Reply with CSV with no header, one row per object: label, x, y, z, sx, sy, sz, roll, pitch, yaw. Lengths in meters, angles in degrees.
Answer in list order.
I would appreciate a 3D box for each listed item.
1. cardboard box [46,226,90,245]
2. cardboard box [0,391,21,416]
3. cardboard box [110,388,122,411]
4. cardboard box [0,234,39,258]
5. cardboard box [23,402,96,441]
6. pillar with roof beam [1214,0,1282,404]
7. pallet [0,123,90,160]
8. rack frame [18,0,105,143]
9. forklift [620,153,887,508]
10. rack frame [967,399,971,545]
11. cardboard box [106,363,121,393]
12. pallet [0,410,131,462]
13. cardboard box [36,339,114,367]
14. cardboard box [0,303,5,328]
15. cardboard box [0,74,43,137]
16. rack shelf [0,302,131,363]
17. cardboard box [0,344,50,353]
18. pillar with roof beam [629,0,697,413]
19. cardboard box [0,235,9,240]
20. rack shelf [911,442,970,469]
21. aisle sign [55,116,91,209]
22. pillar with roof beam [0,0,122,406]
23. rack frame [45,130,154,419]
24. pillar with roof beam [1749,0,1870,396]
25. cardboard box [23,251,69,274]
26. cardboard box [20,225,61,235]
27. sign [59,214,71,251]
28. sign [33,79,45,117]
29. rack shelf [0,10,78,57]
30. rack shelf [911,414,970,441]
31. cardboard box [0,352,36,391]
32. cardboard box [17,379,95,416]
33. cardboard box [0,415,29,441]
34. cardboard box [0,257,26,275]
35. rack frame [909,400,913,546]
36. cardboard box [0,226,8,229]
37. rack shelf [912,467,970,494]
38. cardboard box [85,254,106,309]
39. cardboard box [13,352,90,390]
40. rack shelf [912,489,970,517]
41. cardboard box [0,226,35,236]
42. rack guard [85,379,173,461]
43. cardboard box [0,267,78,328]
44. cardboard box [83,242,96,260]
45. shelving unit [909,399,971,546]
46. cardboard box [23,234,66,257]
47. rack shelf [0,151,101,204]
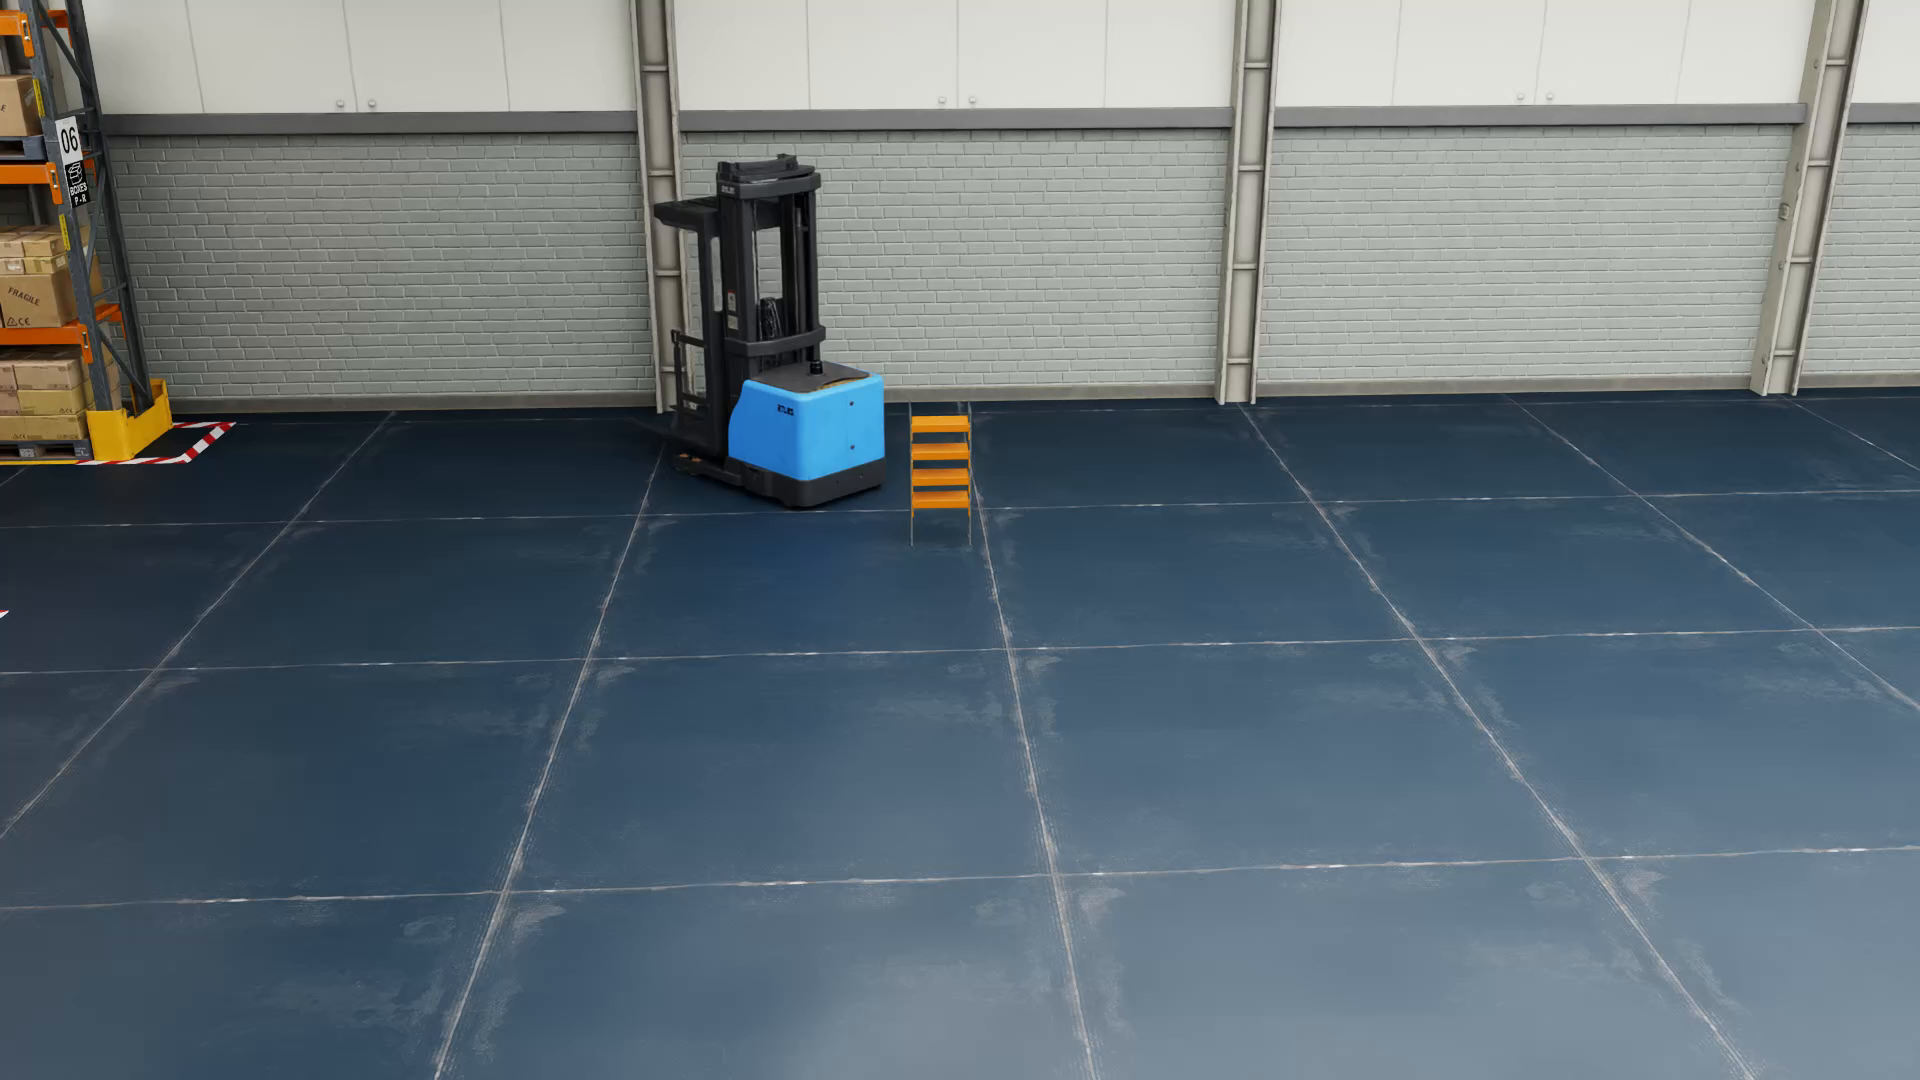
cardboard box,-8.604,-2.928,16.057,0.250,0.149,0.380,-2,21,-4
cardboard box,-9.225,-1.388,16.053,0.500,0.250,0.500,-1,21,-4
cardboard box,-8.758,-1.341,16.632,0.500,0.250,0.500,-1,21,-3
cardboard box,-8.846,-2.761,15.618,0.250,0.149,0.380,-1,21,-3
cardboard box,-8.707,-1.159,16.156,0.500,0.250,0.500,-1,21,-3
pillar with roof beam,3.224,-4.194,12.421,0.400,9.000,9.100,-1,21,-3
pallet,-8.963,-3.725,15.530,1.213,0.211,1.003,-1,21,-3
rack frame,-8.256,-5.174,14.994,0.127,3.000,1.000,-1,21,-3
forklift,-2.080,-2.087,15.415,3.031,2.935,1.130,19,28,41
rack frame,0.078,-0.562,13.843,0.015,1.200,0.240,-1,21,-3
cardboard box,-8.737,-1.579,16.556,0.500,0.250,0.500,-1,21,-2
pallet,-9.017,-1.036,16.478,1.213,0.211,1.003,-1,21,-3
cardboard box,-8.747,-1.806,16.449,0.500,0.250,0.500,-1,21,-4
cardboard box,-9.251,-2.306,15.753,0.500,0.500,0.500,-1,21,-1
cardboard box,-8.684,-3.966,15.167,0.500,0.500,0.500,0,21,-1
rack shelf,-10.253,-1.993,16.083,4.000,0.370,1.077,-1,21,-3
cardboard box,-9.245,-1.795,16.419,0.500,0.250,0.500,-1,21,-3
pillar with roof beam,-2.767,-4.072,12.101,0.400,9.000,9.100,-1,21,-3
cardboard box,-9.106,-2.746,15.578,0.250,0.149,0.380,-1,21,-2
rack shelf,-0.165,-0.704,13.774,0.480,0.148,0.258,-1,21,-3
aisle sign,-8.174,-3.482,15.328,0.004,0.787,0.394,-1,21,-3
pillar with roof beam,-8.757,-3.950,11.781,0.400,9.000,9.100,-1,21,-3
rack frame,-8.256,-2.370,16.062,0.127,3.000,1.000,-1,21,-3
pillar with roof beam,9.214,-4.316,12.741,0.400,9.000,9.100,-1,21,-3
cardboard box,-8.586,-2.613,15.648,0.250,0.149,0.380,-1,21,-2
cardboard box,-8.873,-2.945,16.101,0.250,0.149,0.380,0,21,-1
sign,-8.239,-2.829,15.306,0.005,0.325,0.100,-1,21,-3
sign,-8.239,-3.956,14.877,0.005,0.325,0.100,-1,21,-3
rack shelf,-10.253,-4.610,15.087,4.000,0.370,1.077,-1,21,-3
rack shelf,-0.165,-0.925,13.690,0.480,0.148,0.258,-1,21,-3
cardboard box,-9.207,-1.616,15.950,0.500,0.250,0.500,-1,21,-2
cardboard box,-8.724,-1.394,16.069,0.500,0.250,0.500,-1,21,-4
cardboard box,-9.204,-1.153,16.139,0.500,0.250,0.500,-1,21,-3
cardboard box,-8.840,-2.598,15.607,0.250,0.149,0.380,-1,21,-2
rack frame,-0.409,-0.552,13.817,0.015,1.200,0.240,-1,21,-3
cardboard box,-9.377,-2.924,16.048,0.250,0.149,0.380,-1,21,-3
rack shelf,-0.165,-0.494,13.854,0.480,0.148,0.258,-1,21,-3
cardboard box,-8.766,-2.505,16.276,0.500,0.500,0.500,0,21,-1
cardboard box,-8.698,-1.628,15.983,0.500,0.250,0.500,0,21,-1
rack shelf,-0.165,-0.309,13.925,0.480,0.148,0.258,-1,21,-3
cardboard box,-9.130,-2.924,16.047,0.250,0.149,0.380,-1,21,-2
rack guard,-8.232,-1.202,16.508,0.348,0.500,1.175,-1,21,-3
cardboard box,-8.732,-2.313,15.772,0.500,0.500,0.500,-2,21,-4
cardboard box,-8.610,-2.805,16.152,0.250,0.149,0.380,-2,21,-4
shelving unit,-0.165,-0.557,13.830,0.503,1.200,0.258,-1,21,-3
cardboard box,-8.602,-2.777,15.660,0.250,0.149,0.380,-1,21,-3
rack shelf,-10.253,-3.395,15.549,4.000,0.370,1.077,-1,21,-3
